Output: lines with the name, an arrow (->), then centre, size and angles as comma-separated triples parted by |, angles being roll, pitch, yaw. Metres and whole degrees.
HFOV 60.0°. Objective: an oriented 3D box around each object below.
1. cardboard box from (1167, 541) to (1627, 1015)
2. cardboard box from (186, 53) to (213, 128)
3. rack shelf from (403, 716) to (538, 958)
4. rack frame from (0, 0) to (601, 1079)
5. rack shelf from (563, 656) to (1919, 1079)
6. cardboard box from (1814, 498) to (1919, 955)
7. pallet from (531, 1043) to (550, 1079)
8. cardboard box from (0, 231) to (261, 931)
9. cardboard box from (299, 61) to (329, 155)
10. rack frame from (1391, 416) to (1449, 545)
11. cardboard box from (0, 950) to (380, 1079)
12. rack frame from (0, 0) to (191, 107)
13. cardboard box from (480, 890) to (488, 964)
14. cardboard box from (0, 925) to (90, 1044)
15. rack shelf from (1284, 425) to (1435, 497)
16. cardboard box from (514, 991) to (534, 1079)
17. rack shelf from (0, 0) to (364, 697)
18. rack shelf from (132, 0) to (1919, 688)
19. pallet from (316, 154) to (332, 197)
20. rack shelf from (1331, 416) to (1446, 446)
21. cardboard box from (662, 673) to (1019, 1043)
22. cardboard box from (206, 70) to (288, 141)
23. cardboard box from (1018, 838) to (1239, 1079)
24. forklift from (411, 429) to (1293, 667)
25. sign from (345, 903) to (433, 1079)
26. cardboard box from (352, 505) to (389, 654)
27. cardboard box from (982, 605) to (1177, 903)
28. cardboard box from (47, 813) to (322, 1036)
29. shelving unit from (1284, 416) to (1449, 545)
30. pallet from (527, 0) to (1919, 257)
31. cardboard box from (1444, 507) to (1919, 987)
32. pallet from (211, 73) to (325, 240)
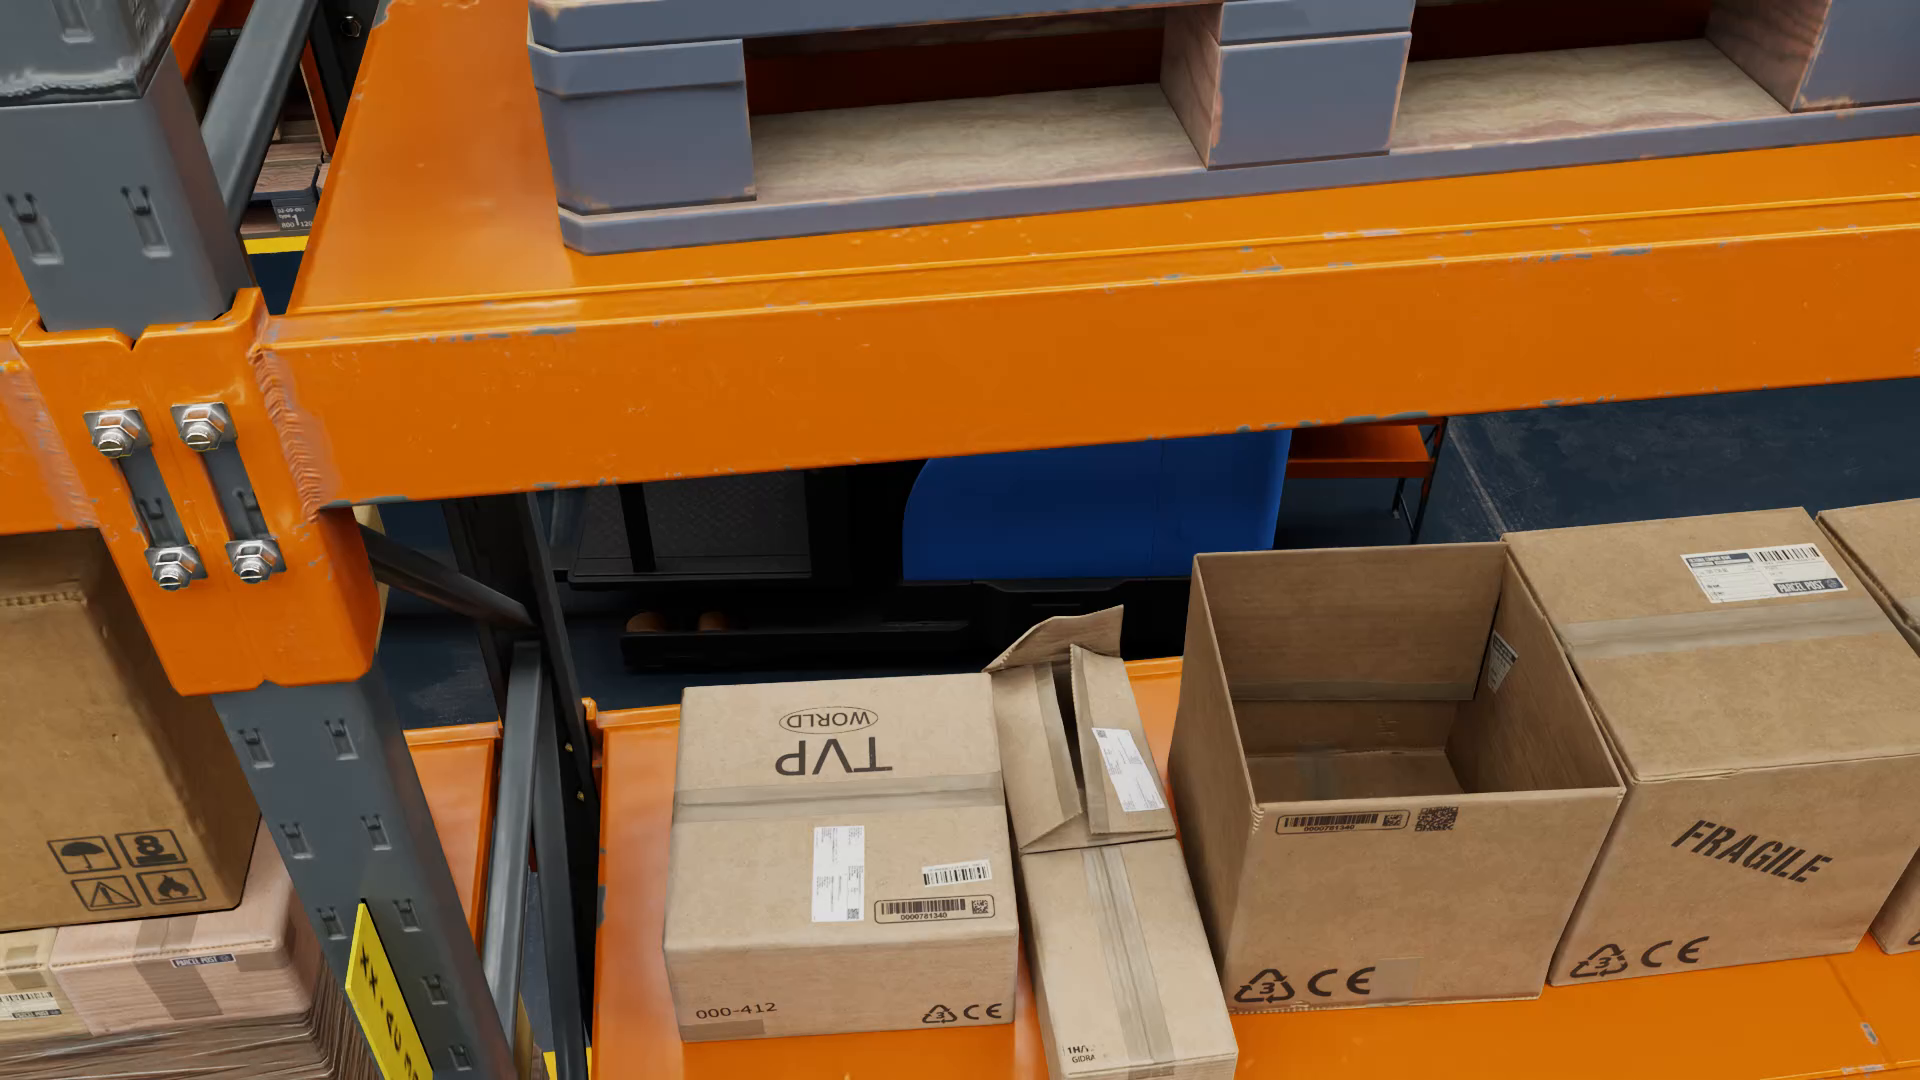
cardboard box -> 0.621, 0.359, 2.538 | 0.500, 0.500, 0.500 | -2, 42, -2
cardboard box -> -3.280, -1.760, 6.500 | 0.500, 0.500, 0.700 | -7, 43, -8
rack shelf -> -2.648, 0.938, 2.507 | 4.000, 0.370, 1.077 | -5, 42, -6
rack frame -> -0.665, 0.498, 2.459 | 0.127, 3.000, 1.000 | -5, 42, -6
rack shelf -> 1.318, 0.591, 2.892 | 4.000, 0.370, 1.077 | -5, 42, -6
cardboard box -> 1.640, 0.270, 2.637 | 0.500, 0.500, 0.500 | -7, 43, -8
pallet -> -1.459, 1.574, 3.347 | 1.213, 0.211, 1.003 | -5, 42, -6
cardboard box -> -1.104, 0.021, 1.943 | 0.500, 0.500, 0.700 | -5, 42, -5
cardboard box -> -2.335, -1.910, 6.666 | 0.500, 0.500, 0.500 | -8, 43, -9
rack frame -> 1.404, -0.464, 4.869 | 0.015, 1.200, 0.240 | -1, 42, -1
cardboard box -> -1.104, 0.503, 2.378 | 0.500, 0.500, 0.700 | -6, 42, -7
rack frame -> -0.665, -1.730, 0.450 | 0.127, 3.000, 1.000 | -5, 42, -6
cardboard box -> -1.165, 0.916, 3.174 | 0.500, 0.500, 0.500 | -5, 42, -6
cardboard box -> -1.152, 0.406, 2.002 | 0.250, 0.149, 0.380 | -6, 42, -6
rack shelf -> 1.159, -0.264, 5.042 | 0.480, 0.148, 0.258 | -1, 42, -1
cardboard box -> -1.164, 1.202, 3.418 | 0.500, 0.250, 0.500 | -5, 42, -6
rack shelf -> -2.648, -0.175, 1.503 | 4.000, 0.370, 1.077 | -5, 42, -6
rack shelf -> 1.318, -0.523, 1.888 | 4.000, 0.370, 1.077 | -5, 42, -6
pallet -> -1.972, -1.675, 6.949 | 1.213, 0.211, 1.003 | -5, 42, -6
rack shelf -> 1.160, -0.412, 4.909 | 0.480, 0.148, 0.258 | -1, 42, -1
cardboard box -> -0.183, 0.481, 2.589 | 0.500, 0.250, 0.500 | -3, 42, -3
cardboard box -> -2.900, -1.771, 6.774 | 0.250, 0.149, 0.380 | -8, 43, -9
cardboard box -> 0.240, 0.650, 2.478 | 0.250, 0.149, 0.380 | -5, 42, -6
forklift -> -0.624, -1.078, 4.257 | 3.031, 2.935, 1.130 | -1, 42, -1
sign -> -0.592, 0.515, 1.734 | 0.005, 0.325, 0.100 | -5, 42, -6
cardboard box -> -0.957, 0.114, 2.325 | 0.250, 0.149, 0.380 | -5, 42, -6
cardboard box -> 0.183, 0.349, 2.724 | 0.258, 0.266, 0.396 | -6, 42, -7
cardboard box -> -0.907, 0.385, 2.024 | 0.250, 0.149, 0.380 | -5, 42, -6
shelving unit -> 1.160, -0.462, 4.864 | 0.503, 1.200, 0.258 | -1, 42, -1
pallet -> 0.208, -0.630, 1.613 | 1.217, 0.209, 0.805 | -7, 42, -7
cardboard box -> 1.118, 0.315, 2.586 | 0.500, 0.500, 0.500 | -5, 42, -5
pallet -> -3.185, -1.567, 6.829 | 1.213, 0.211, 1.003 | -5, 42, -6
